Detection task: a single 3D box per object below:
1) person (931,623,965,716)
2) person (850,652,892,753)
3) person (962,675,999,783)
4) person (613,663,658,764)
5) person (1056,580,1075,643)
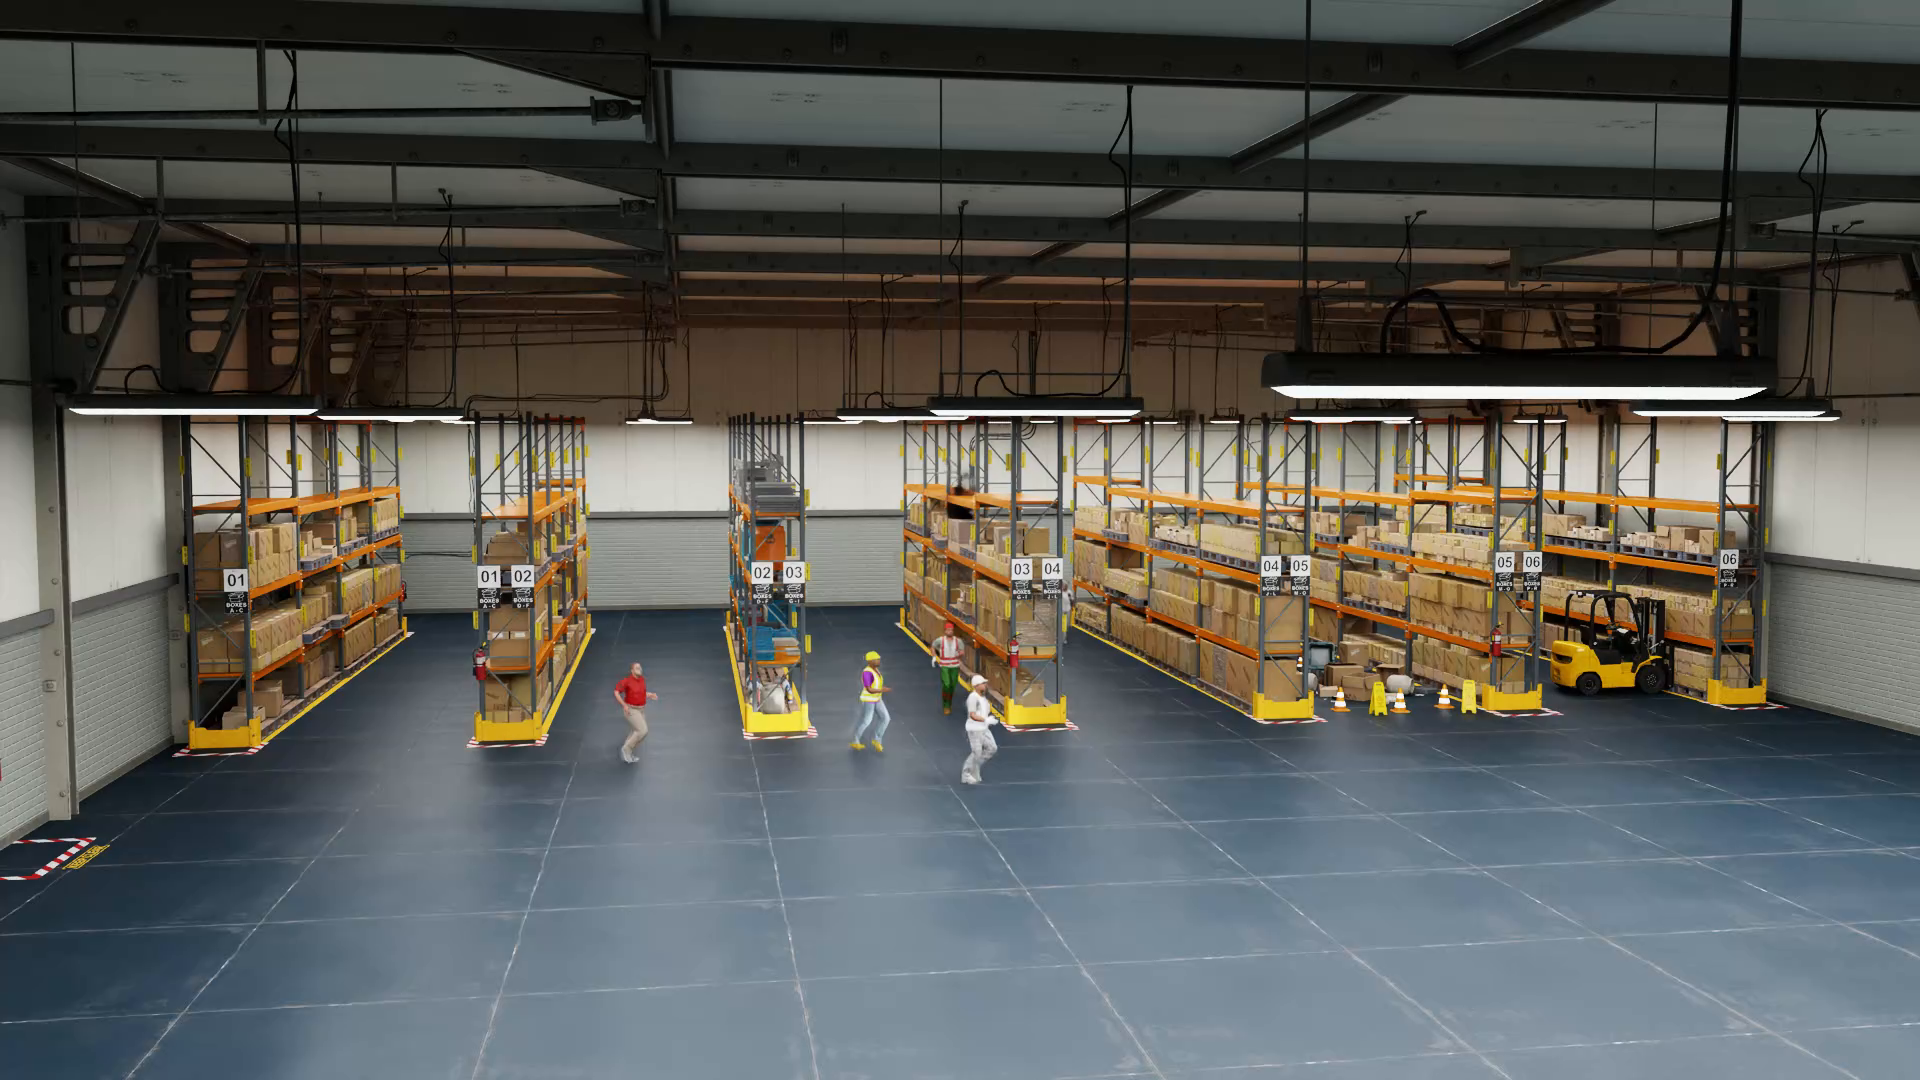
[{"bbox_3d":[-0.224,2.571,33.193,0.643,1.846,0.774,-1,4,-17],"label":"person"},{"bbox_3d":[-1.540,2.859,29.245,0.823,1.807,0.668,2,4,21],"label":"person"},{"bbox_3d":[0.345,3.029,26.621,0.644,1.755,0.706,1,4,20],"label":"person"},{"bbox_3d":[-5.490,2.947,28.373,0.655,1.719,0.636,1,4,20],"label":"person"},{"bbox_3d":[2.794,1.895,44.238,0.572,1.674,0.598,-1,4,-8],"label":"person"}]
